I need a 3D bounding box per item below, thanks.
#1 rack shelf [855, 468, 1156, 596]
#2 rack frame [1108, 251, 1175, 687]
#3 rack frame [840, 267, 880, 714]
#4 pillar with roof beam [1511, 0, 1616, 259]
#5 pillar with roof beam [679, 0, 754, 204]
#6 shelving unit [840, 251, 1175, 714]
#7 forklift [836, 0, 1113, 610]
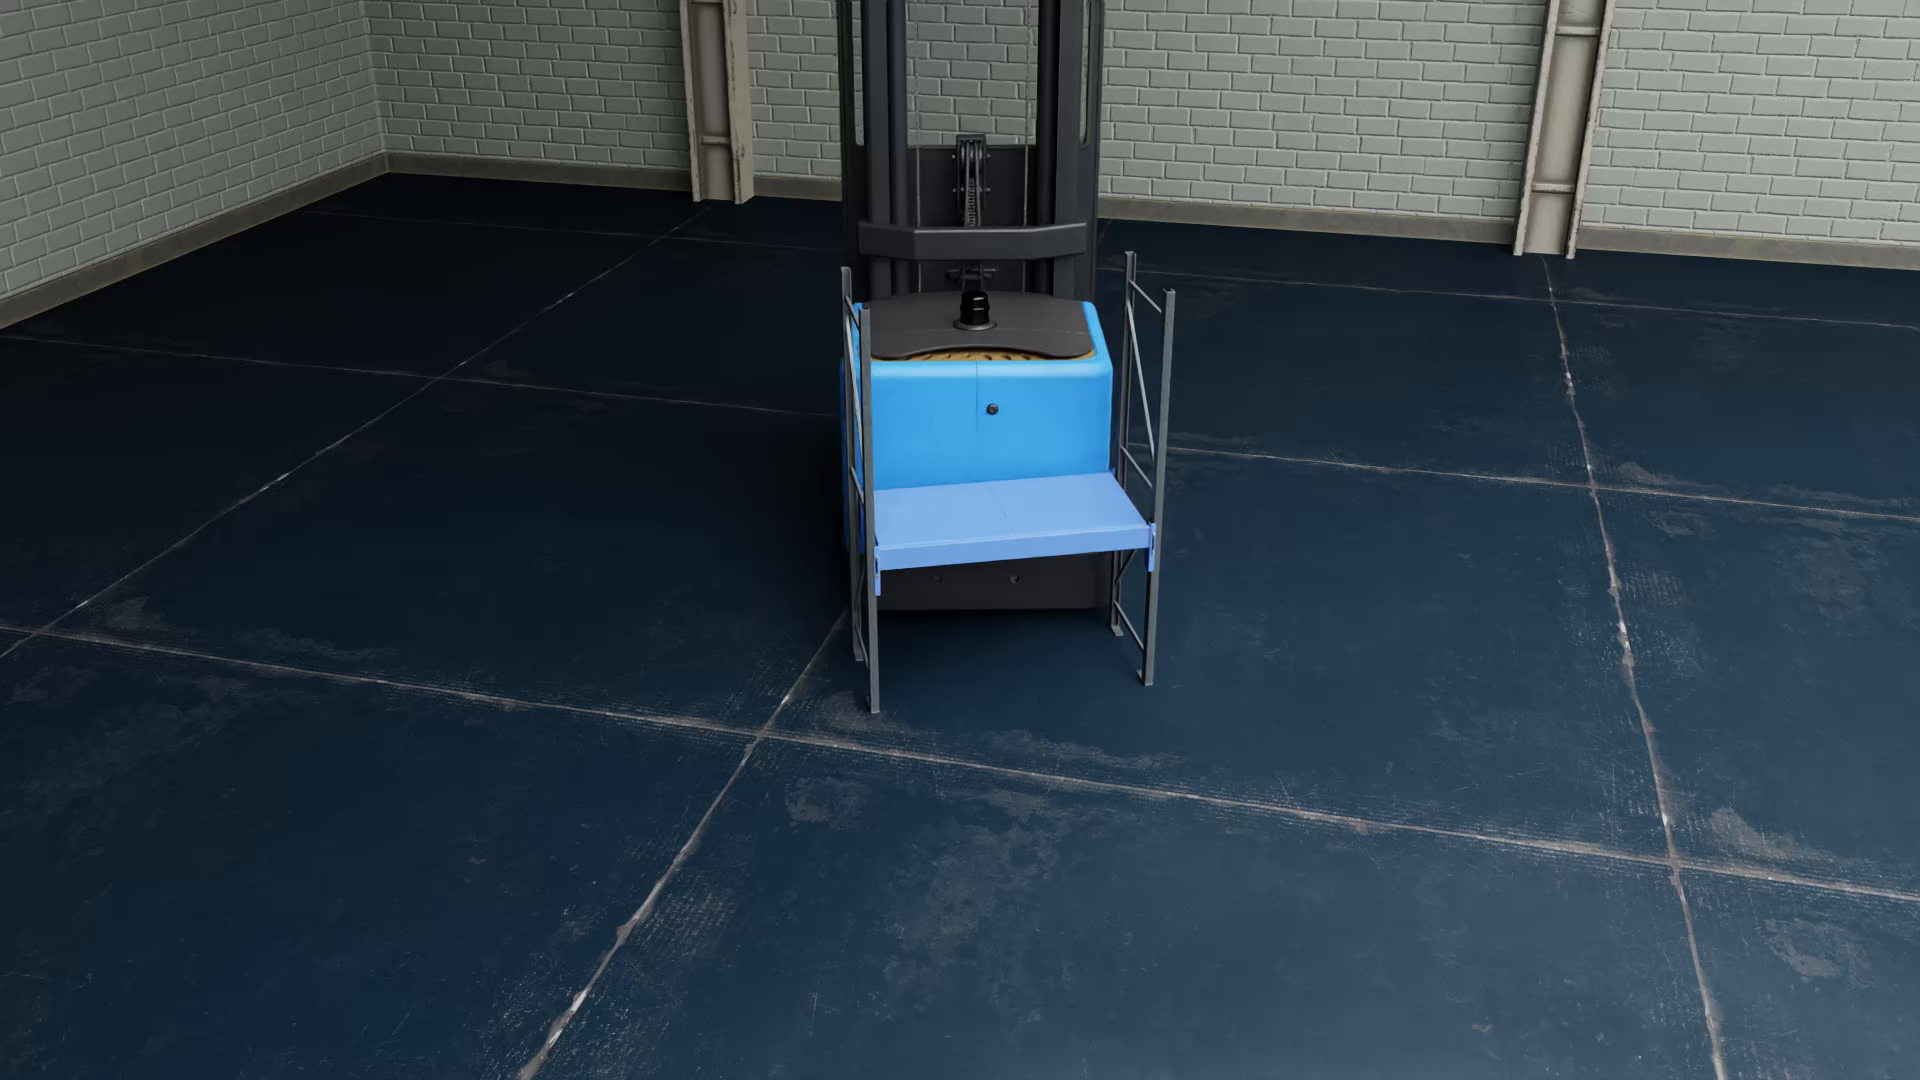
[{"bbox_3d":[0.148,-0.040,6.007,1.000,0.185,0.538,-5,26,-10],"label":"rack shelf"},{"bbox_3d":[0.648,-0.244,6.017,0.032,1.500,0.500,-5,26,-10],"label":"rack frame"},{"bbox_3d":[-0.351,-0.160,5.842,0.032,1.500,0.500,-5,26,-10],"label":"rack frame"},{"bbox_3d":[2.927,-4.257,5.723,0.400,9.000,9.100,6,26,13],"label":"pillar with roof beam"},{"bbox_3d":[-2.884,-4.899,7.072,0.400,9.000,9.100,6,26,13],"label":"pillar with roof beam"},{"bbox_3d":[0.148,-0.202,5.930,1.048,1.500,0.538,-5,26,-10],"label":"shelving unit"},{"bbox_3d":[0.038,-1.636,7.277,1.130,2.935,3.031,0,25,-1],"label":"forklift"}]
